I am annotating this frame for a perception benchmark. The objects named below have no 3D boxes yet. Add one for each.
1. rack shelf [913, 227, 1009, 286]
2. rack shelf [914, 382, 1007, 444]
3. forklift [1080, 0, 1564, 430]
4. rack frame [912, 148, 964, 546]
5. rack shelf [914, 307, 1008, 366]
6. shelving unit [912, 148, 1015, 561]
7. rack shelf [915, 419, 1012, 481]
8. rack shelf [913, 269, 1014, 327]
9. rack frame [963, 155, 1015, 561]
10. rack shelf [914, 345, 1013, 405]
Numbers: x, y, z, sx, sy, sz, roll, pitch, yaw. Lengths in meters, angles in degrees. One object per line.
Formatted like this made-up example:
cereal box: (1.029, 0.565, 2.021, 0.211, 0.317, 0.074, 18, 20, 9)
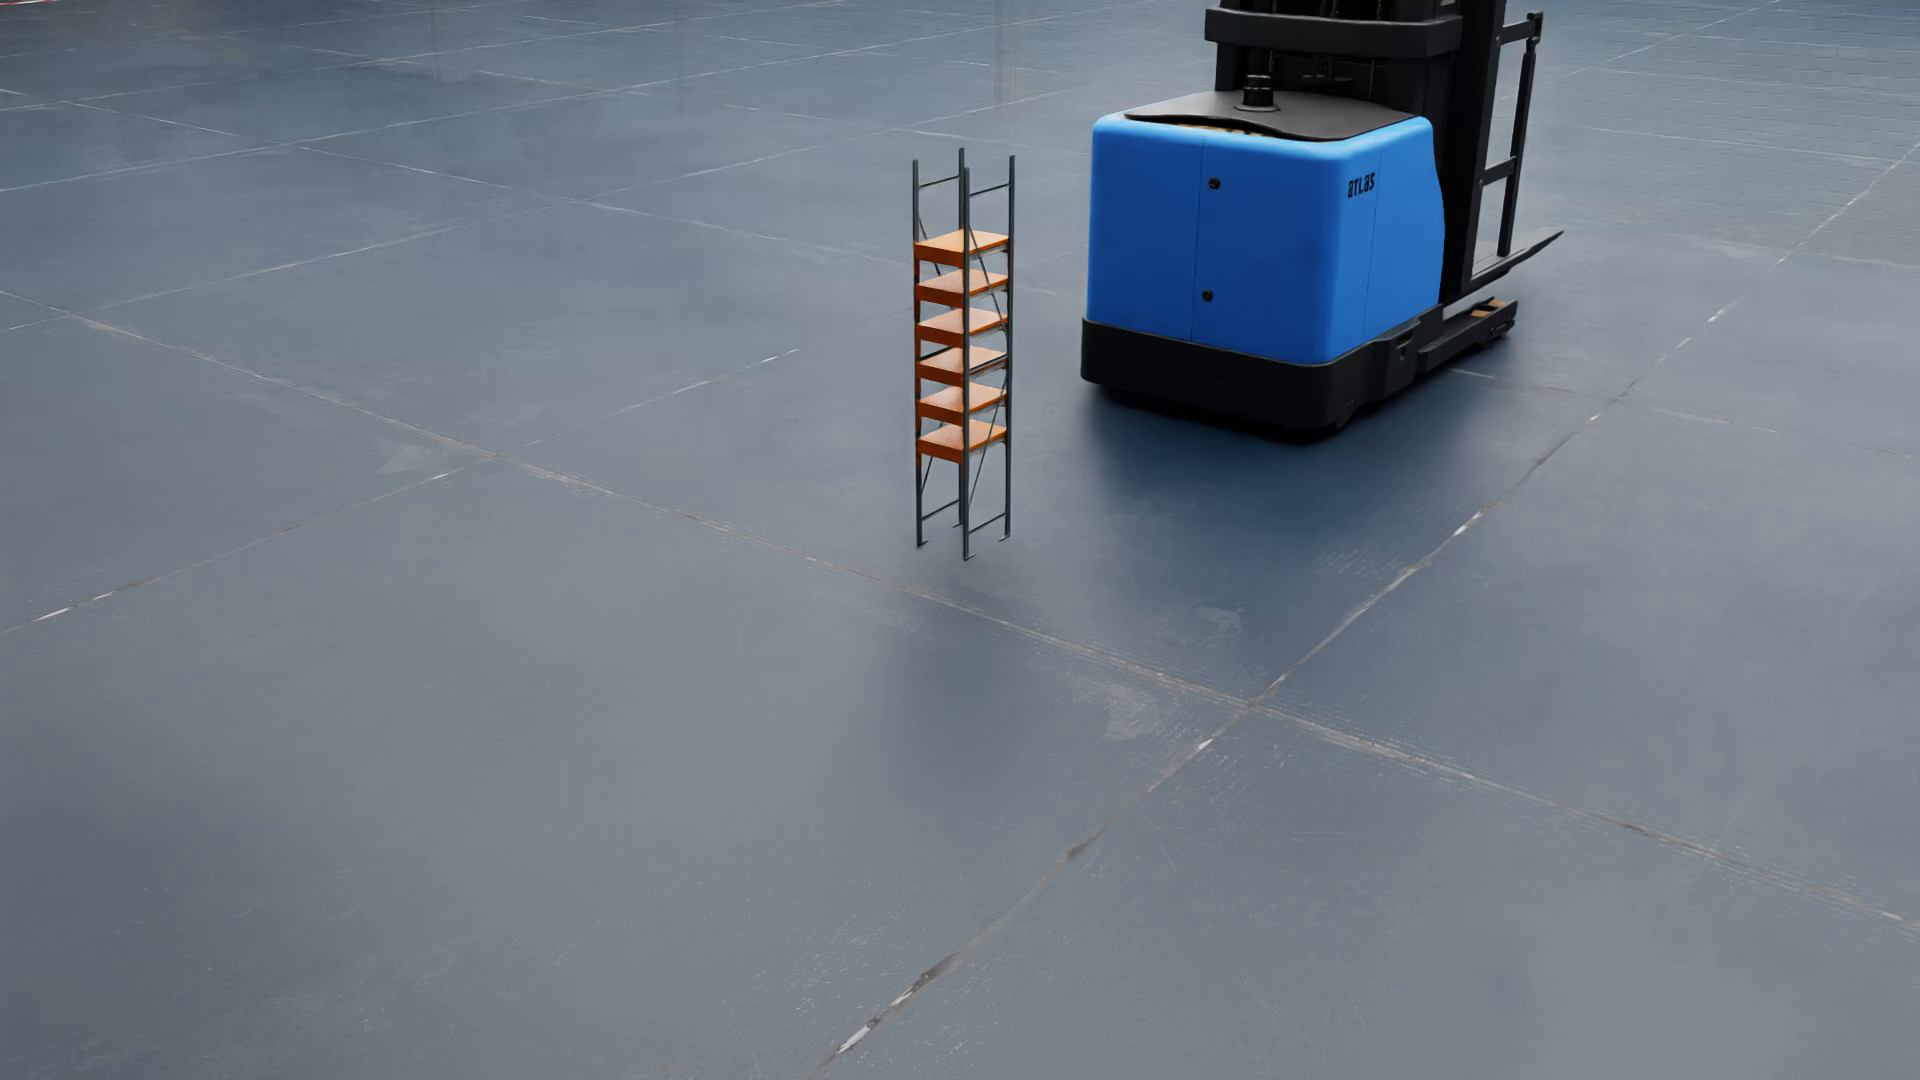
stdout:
rack shelf: (0.012, -0.834, 4.873, 0.180, 0.103, 0.258, 17, 29, 33)
rack shelf: (0.012, -0.395, 5.066, 0.180, 0.103, 0.258, 17, 29, 33)
forklift: (1.772, -2.265, 6.756, 1.130, 2.935, 3.031, 17, 29, 34)
rack frame: (-0.062, -0.568, 5.050, 0.006, 1.200, 0.240, 17, 29, 33)
rack shelf: (0.012, -0.615, 4.970, 0.180, 0.103, 0.258, 17, 29, 33)
shelving unit: (0.012, -0.546, 5.000, 0.189, 1.200, 0.258, 17, 29, 33)
rack shelf: (0.012, -0.285, 5.115, 0.180, 0.103, 0.258, 17, 29, 33)
rack shelf: (0.012, -0.725, 4.921, 0.180, 0.103, 0.258, 17, 29, 33)
rack frame: (0.085, -0.523, 4.950, 0.006, 1.200, 0.240, 17, 29, 33)
rack shelf: (0.012, -0.505, 5.018, 0.180, 0.103, 0.258, 17, 29, 33)
